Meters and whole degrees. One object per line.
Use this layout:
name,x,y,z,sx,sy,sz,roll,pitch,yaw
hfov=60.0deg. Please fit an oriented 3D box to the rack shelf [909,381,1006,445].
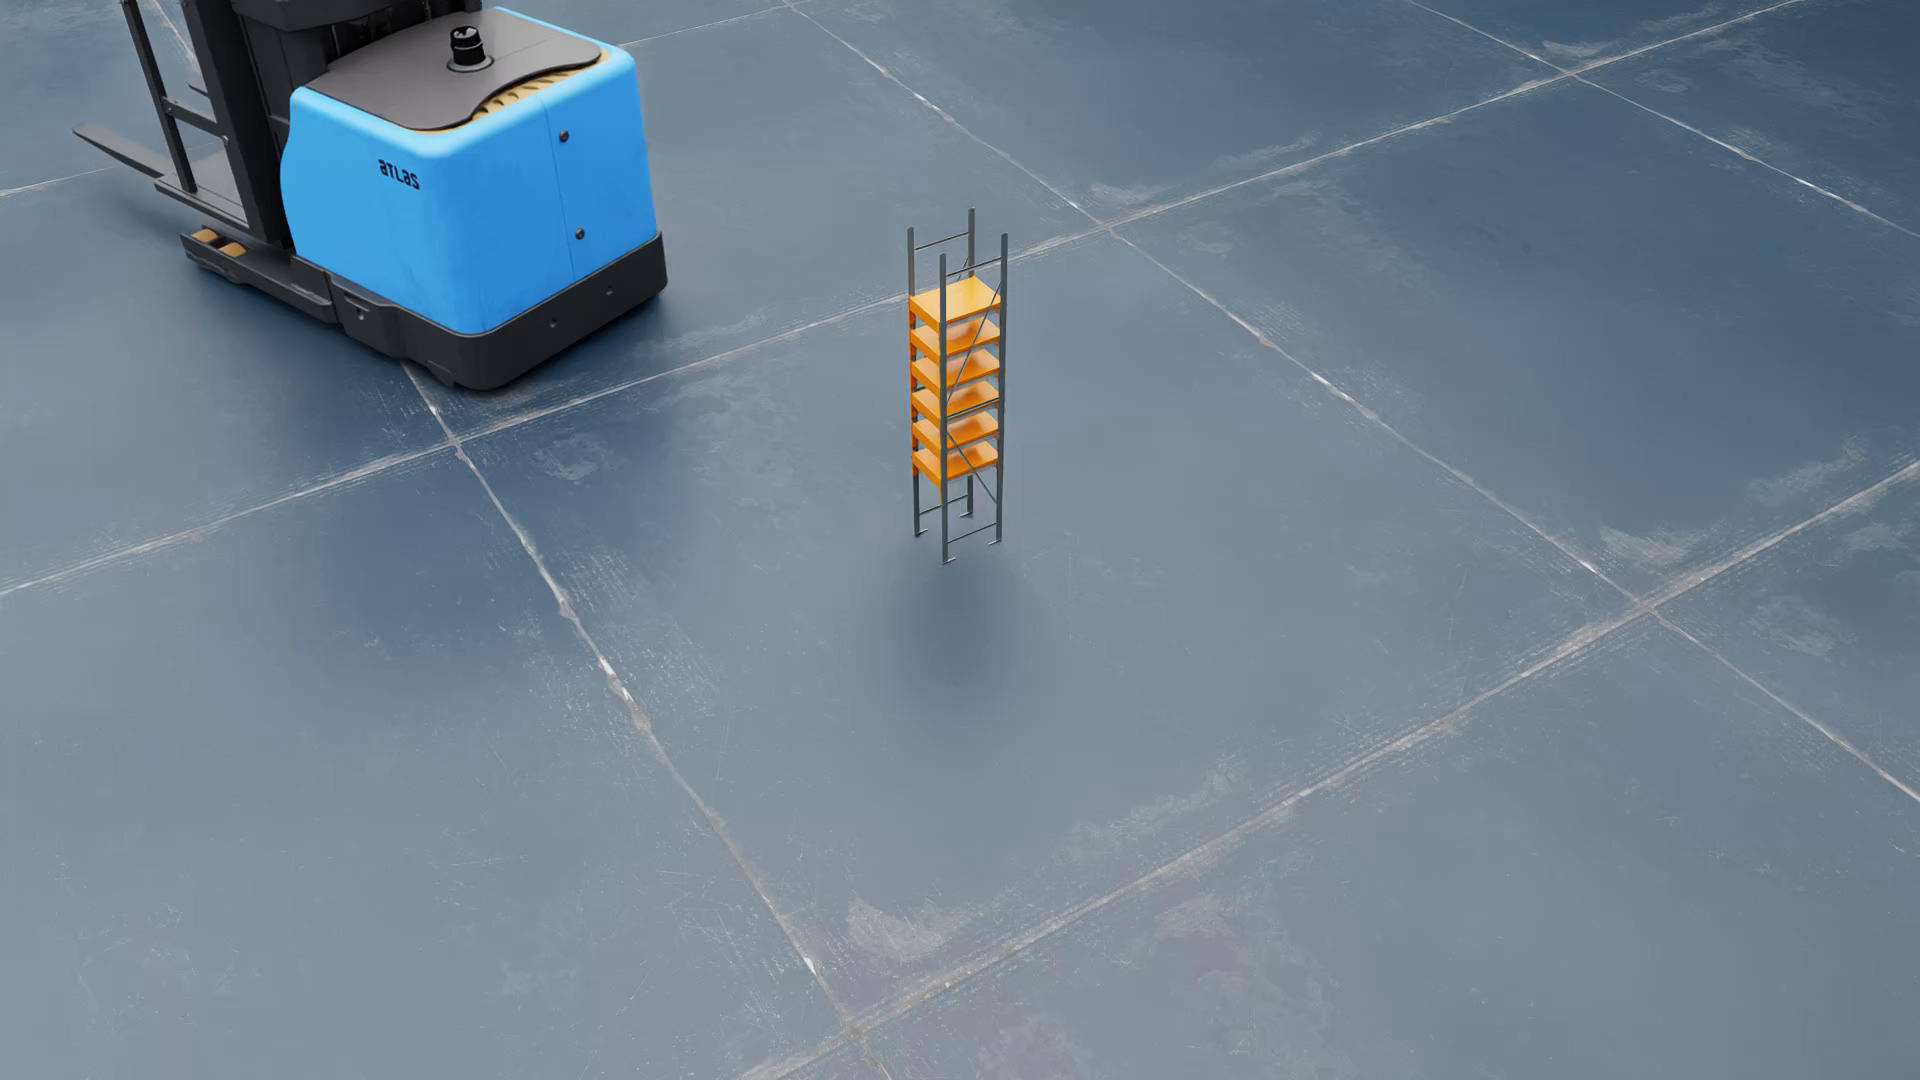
rack shelf,-0.008,-0.435,5.404,0.258,0.103,0.180,-22,45,-24

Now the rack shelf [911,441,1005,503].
rack shelf,-0.008,-0.250,5.557,0.258,0.103,0.180,-22,45,-24

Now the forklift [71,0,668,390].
forklift,-2.703,-2.461,6.414,3.031,2.935,1.130,25,46,27

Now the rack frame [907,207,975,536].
rack frame,-0.057,-0.518,5.435,0.240,1.200,0.006,-22,45,-24

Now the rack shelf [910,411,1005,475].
rack shelf,-0.008,-0.342,5.481,0.258,0.103,0.180,-22,45,-24

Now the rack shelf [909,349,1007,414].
rack shelf,-0.008,-0.527,5.327,0.258,0.103,0.180,-22,45,-24

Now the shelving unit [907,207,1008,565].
shelving unit,-0.008,-0.469,5.375,0.258,1.200,0.189,-22,45,-24

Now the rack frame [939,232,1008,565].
rack frame,0.041,-0.419,5.316,0.240,1.200,0.006,-22,45,-24

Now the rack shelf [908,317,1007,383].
rack shelf,-0.008,-0.619,5.250,0.258,0.103,0.180,-22,45,-24

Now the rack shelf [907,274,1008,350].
rack shelf,-0.008,-0.711,5.173,0.258,0.103,0.180,-22,45,-24
